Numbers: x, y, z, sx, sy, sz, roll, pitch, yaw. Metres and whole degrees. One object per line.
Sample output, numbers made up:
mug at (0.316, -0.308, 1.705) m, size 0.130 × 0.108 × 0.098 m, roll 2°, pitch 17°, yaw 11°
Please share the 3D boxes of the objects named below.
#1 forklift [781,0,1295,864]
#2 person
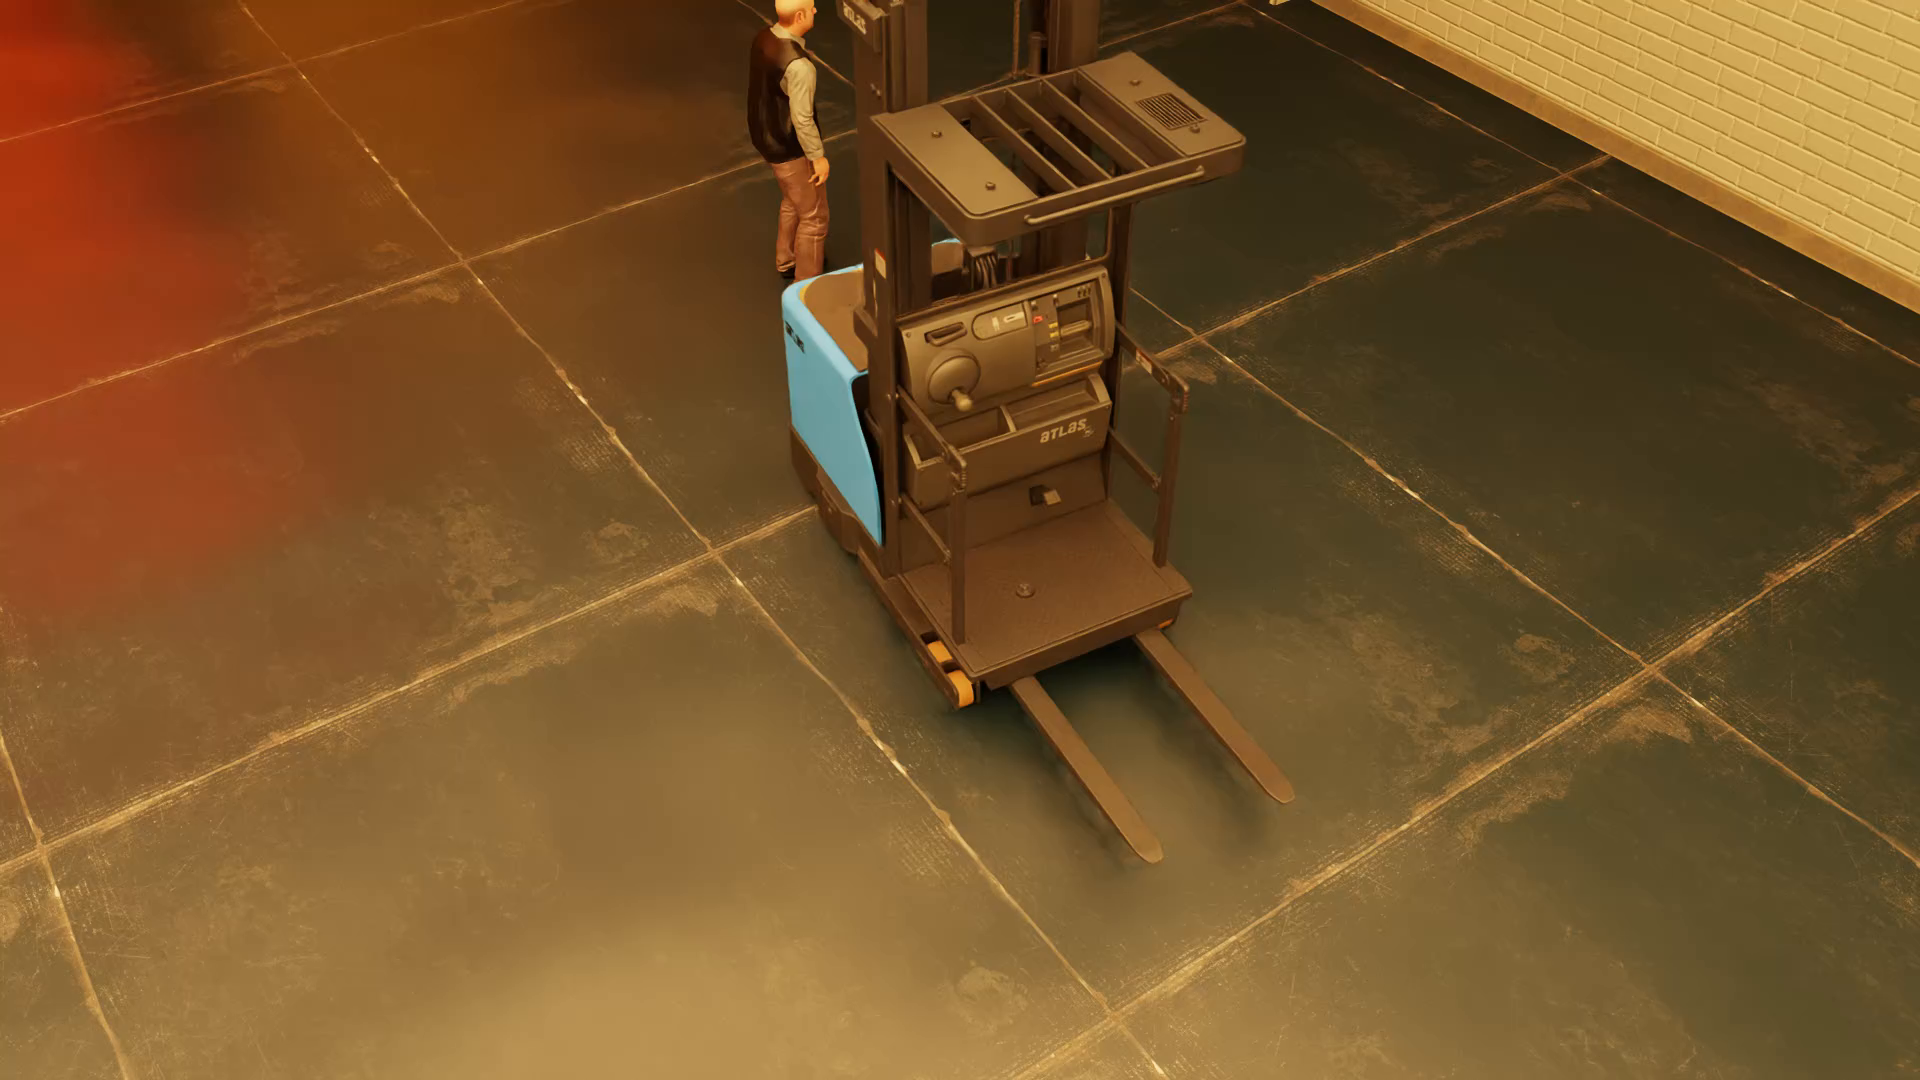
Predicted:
forklift at (0.303, -0.712, 6.488) m, size 1.130 × 2.935 × 3.031 m, roll -20°, pitch 46°, yaw -20°
person at (-0.900, -2.108, 8.897) m, size 0.415 × 1.721 × 0.596 m, roll -18°, pitch 46°, yaw -19°
